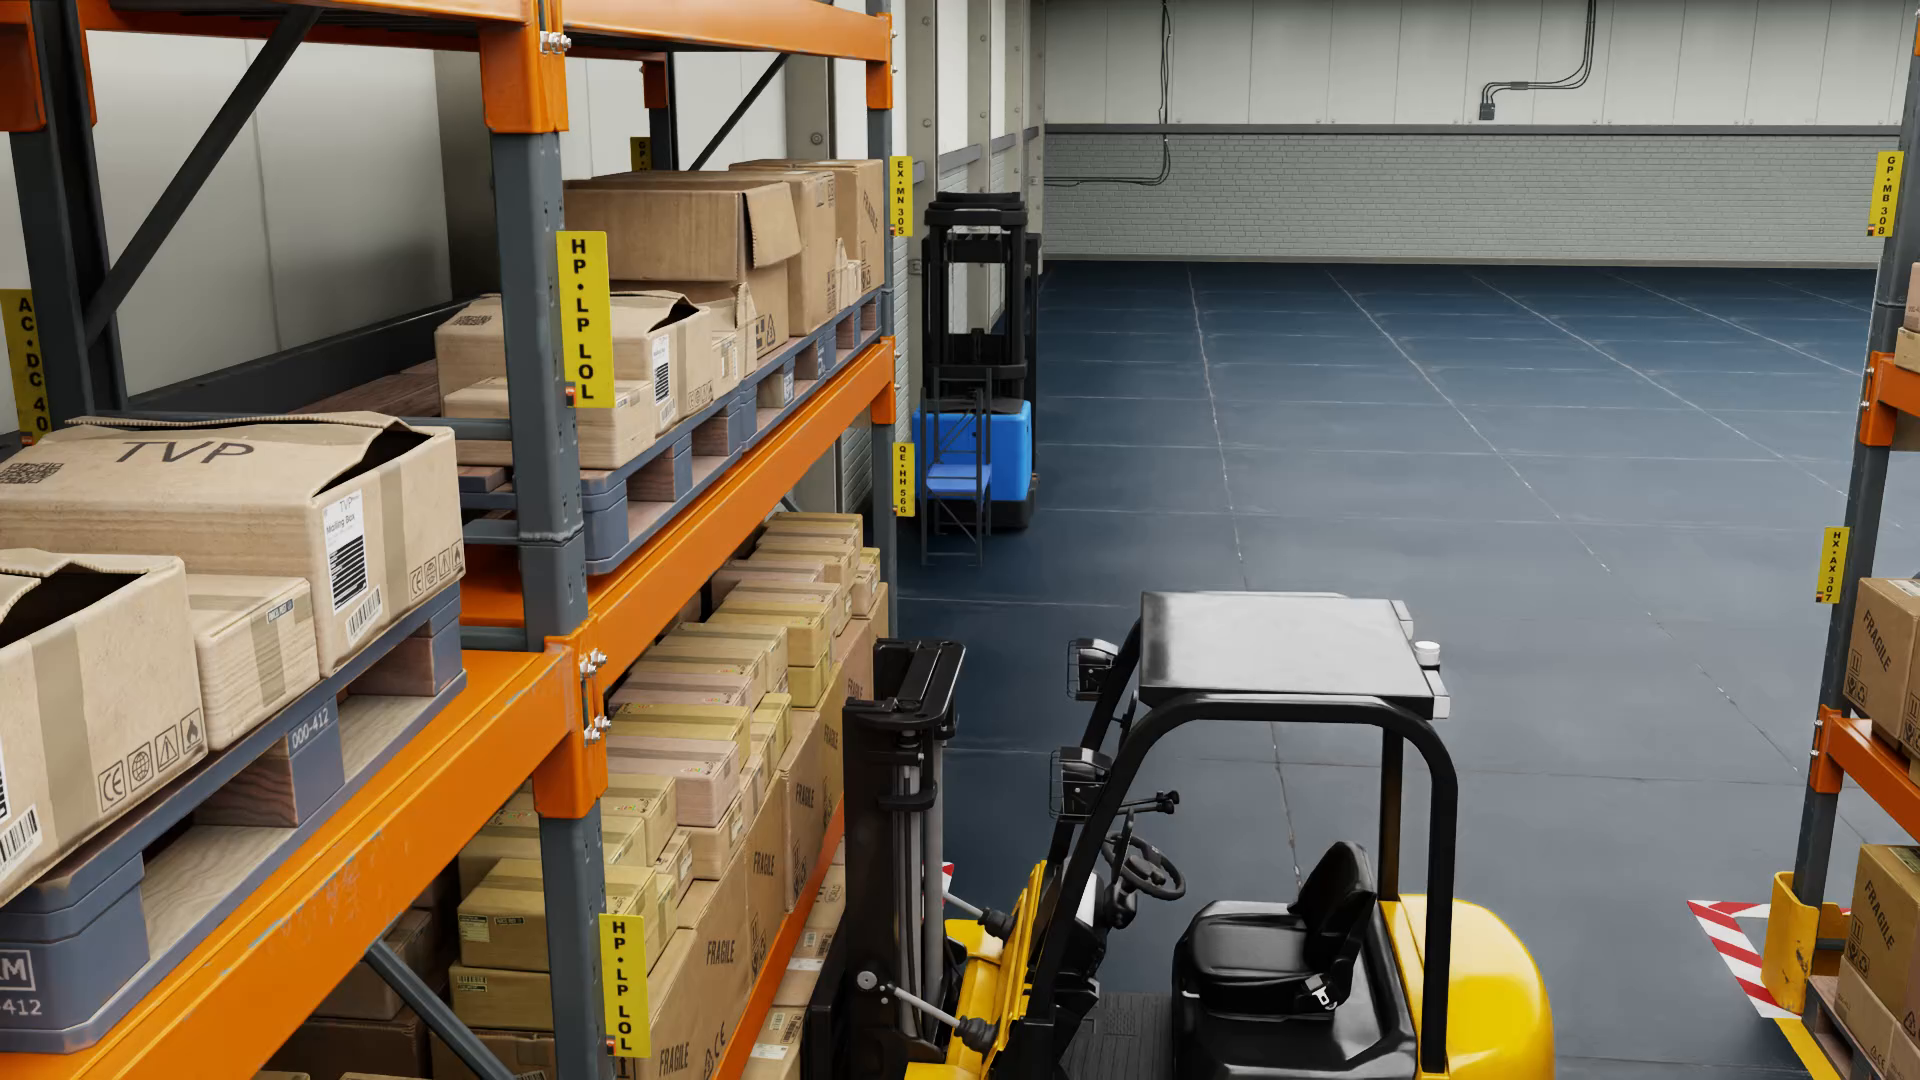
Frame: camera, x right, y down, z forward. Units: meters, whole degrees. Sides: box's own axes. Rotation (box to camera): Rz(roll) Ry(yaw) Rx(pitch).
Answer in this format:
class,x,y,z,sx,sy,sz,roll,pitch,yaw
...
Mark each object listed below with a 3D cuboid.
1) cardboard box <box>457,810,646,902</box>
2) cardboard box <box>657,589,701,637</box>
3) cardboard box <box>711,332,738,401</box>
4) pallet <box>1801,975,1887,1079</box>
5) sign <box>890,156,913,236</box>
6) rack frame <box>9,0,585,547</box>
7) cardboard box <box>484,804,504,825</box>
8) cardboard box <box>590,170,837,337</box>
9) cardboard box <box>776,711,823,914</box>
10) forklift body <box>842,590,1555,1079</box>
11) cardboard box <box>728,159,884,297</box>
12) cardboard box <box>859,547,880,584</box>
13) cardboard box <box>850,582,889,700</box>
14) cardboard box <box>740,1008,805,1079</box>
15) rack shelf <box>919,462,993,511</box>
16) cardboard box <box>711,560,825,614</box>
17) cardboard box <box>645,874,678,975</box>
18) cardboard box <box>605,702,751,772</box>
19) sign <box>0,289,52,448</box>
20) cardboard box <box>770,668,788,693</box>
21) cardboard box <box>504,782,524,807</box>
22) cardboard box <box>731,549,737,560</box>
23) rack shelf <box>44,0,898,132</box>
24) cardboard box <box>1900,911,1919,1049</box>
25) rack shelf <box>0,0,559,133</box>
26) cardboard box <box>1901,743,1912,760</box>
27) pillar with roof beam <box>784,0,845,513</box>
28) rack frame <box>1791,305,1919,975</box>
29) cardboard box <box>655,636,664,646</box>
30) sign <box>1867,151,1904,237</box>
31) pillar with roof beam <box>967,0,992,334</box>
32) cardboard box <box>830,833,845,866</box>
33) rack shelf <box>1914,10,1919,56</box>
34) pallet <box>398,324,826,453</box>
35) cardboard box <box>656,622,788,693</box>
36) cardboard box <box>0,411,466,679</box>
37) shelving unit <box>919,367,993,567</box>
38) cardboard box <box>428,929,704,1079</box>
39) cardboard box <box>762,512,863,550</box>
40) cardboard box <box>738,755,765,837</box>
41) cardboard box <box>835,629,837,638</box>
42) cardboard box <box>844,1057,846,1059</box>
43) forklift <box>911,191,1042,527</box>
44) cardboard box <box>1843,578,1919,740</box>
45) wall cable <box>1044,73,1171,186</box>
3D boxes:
class,x,y,z,sx,sy,sz,roll,pitch,yaw
cardboard box,-0.983,0.780,4.026,0.380,0.149,0.250,2,15,7
cardboard box,-1.161,0.237,6.035,0.380,0.149,0.250,2,15,8
cardboard box,-0.796,-0.454,4.335,0.380,0.149,0.250,2,15,8
pallet,4.013,2.113,6.442,1.003,0.211,1.213,2,15,6
sign,-0.247,-1.425,6.894,0.100,0.325,0.005,2,15,6
rack frame,-1.236,-1.466,2.844,1.000,3.000,0.127,2,15,6
cardboard box,-1.414,0.700,4.321,0.380,0.149,0.250,2,15,6
cardboard box,-0.807,-0.970,5.568,0.700,0.500,0.500,2,15,7
cardboard box,-0.750,0.878,5.478,0.500,0.500,0.500,2,15,7
forklift body,0.815,1.348,5.557,2.313,2.155,1.214,2,15,6
cardboard box,-0.592,-1.233,6.540,0.500,0.500,0.500,2,15,8
cardboard box,-0.545,0.129,7.003,0.380,0.149,0.250,2,15,7
cardboard box,-0.579,0.480,6.950,0.500,0.500,0.500,1,15,5
cardboard box,-0.757,1.694,5.198,0.500,0.250,0.500,2,15,8
rack shelf,-0.025,-0.464,14.195,0.538,0.185,1.000,1,15,5
cardboard box,-0.717,0.183,6.236,0.380,0.149,0.250,2,15,7
cardboard box,-0.910,0.927,4.055,0.380,0.149,0.250,2,15,8
cardboard box,-0.812,0.582,4.758,0.380,0.149,0.250,1,15,5
sign,-1.787,-0.322,3.216,0.100,0.325,0.005,2,15,6
cardboard box,-0.783,0.525,5.540,0.380,0.149,0.250,2,15,6
cardboard box,-1.432,0.775,4.615,0.380,0.149,0.250,2,15,7
cardboard box,-1.126,0.036,6.780,0.380,0.149,0.250,2,15,8
rack shelf,-1.010,-1.444,4.908,1.077,0.370,4.000,2,15,6
cardboard box,3.726,1.643,5.864,0.500,0.500,0.500,1,15,4
rack shelf,-1.461,-0.407,1.072,1.077,0.370,4.000,2,15,6
cardboard box,3.890,0.807,6.412,0.380,0.149,0.250,2,15,7
pillar with roof beam,3.196,-3.779,11.397,9.100,9.000,0.400,2,15,6
rack frame,4.148,0.538,6.926,1.000,3.000,0.127,2,15,6
cardboard box,-1.269,0.373,6.101,0.380,0.149,0.250,2,15,7
sign,3.609,-1.348,6.480,0.100,0.325,0.005,2,15,6
pillar with roof beam,4.550,-6.891,22.907,9.100,9.000,0.400,2,15,6
cardboard box,-0.578,1.296,6.671,0.500,0.250,0.500,2,15,7
rack shelf,3.923,-1.491,4.319,1.077,0.370,4.000,2,15,6
pallet,-1.025,-0.513,5.235,1.003,0.211,1.213,2,15,6
cardboard box,-0.782,0.385,5.489,0.380,0.149,0.250,2,15,7
cardboard box,-1.075,-0.031,2.458,0.500,0.311,0.500,1,15,4
shelving unit,-0.025,-0.638,14.148,0.538,1.500,1.048,1,15,5
cardboard box,-0.926,1.274,4.011,0.500,0.500,0.500,1,15,5
cardboard box,-0.615,-0.013,6.960,0.380,0.149,0.250,2,15,6
cardboard box,-0.776,0.728,4.788,0.380,0.149,0.250,2,15,6
cardboard box,-0.674,0.326,6.276,0.380,0.149,0.250,2,15,6
cardboard box,-0.654,1.907,6.328,0.500,0.250,0.500,2,15,7
forklift,0.207,-1.862,15.932,1.130,2.935,3.031,1,15,5
cardboard box,3.819,0.461,6.450,0.500,0.500,0.500,1,15,5
wall cable,3.273,-9.356,37.973,3.097,2.526,0.112,2,15,6
